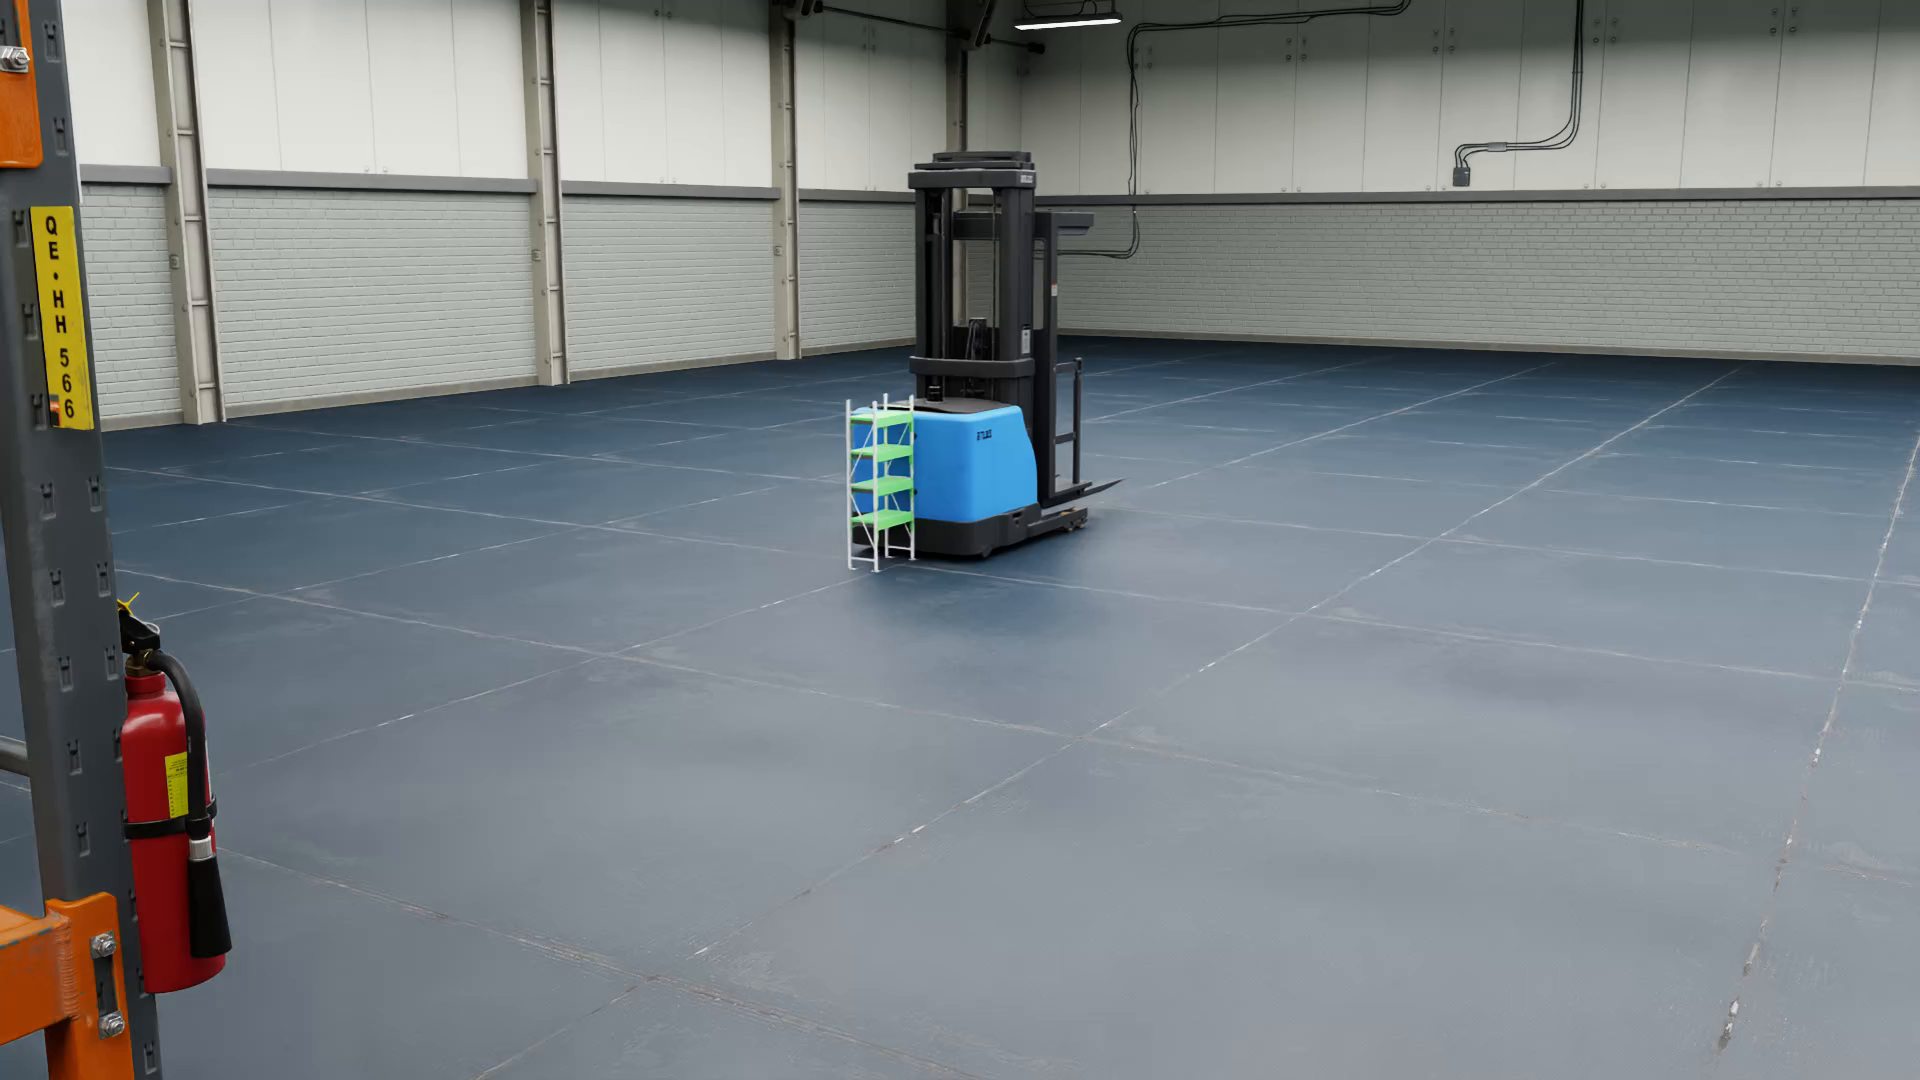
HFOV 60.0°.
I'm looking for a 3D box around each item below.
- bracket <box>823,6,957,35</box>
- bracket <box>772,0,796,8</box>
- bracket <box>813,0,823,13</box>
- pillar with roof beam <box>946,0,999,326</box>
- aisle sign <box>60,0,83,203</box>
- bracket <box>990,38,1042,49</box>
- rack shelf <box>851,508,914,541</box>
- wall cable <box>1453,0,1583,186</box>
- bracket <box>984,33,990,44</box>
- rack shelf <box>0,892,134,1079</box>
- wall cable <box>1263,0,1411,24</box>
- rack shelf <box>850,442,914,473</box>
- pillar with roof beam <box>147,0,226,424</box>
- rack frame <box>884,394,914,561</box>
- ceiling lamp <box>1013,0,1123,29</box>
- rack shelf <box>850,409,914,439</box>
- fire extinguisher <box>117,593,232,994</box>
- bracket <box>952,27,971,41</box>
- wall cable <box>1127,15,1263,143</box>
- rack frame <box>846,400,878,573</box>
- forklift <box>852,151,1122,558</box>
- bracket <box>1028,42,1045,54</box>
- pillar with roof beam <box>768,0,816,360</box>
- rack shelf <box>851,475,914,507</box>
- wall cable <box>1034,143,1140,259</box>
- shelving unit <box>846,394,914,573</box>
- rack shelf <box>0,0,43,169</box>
[{"bbox_3d":[-1.312,-9.988,31.982,0.076,0.066,4.783,6,12,31],"label":"bracket"},{"bbox_3d":[-3.089,-9.449,29.106,0.235,0.232,0.430,6,12,31],"label":"bracket"},{"bbox_3d":[-2.658,-9.580,29.803,0.235,0.232,0.430,6,12,31],"label":"bracket"},{"bbox_3d":[3.617,-8.311,32.810,9.100,9.000,0.548,6,12,31],"label":"pillar with roof beam"},{"bbox_3d":[-1.503,-0.918,2.555,0.394,0.787,0.004,6,12,31],"label":"aisle sign"},{"bbox_3d":[1.380,-10.803,36.338,0.076,0.066,3.189,6,12,31],"label":"bracket"},{"bbox_3d":[-0.561,-0.113,11.863,0.258,0.148,0.480,6,12,29],"label":"rack shelf"},{"bbox_3d":[10.703,-9.822,31.636,2.305,6.003,0.169,6,12,31],"label":"wall cable"},{"bbox_3d":[0.457,-10.523,34.843,0.235,0.232,0.430,6,12,31],"label":"bracket"},{"bbox_3d":[-2.830,1.009,1.281,1.077,0.370,4.000,6,12,31],"label":"rack shelf"},{"bbox_3d":[7.555,-11.697,33.250,3.097,2.526,0.112,6,12,31],"label":"wall cable"},{"bbox_3d":[-0.561,-0.585,11.775,0.258,0.148,0.480,6,12,29],"label":"rack shelf"},{"bbox_3d":[-5.728,-5.481,17.689,9.100,9.000,0.400,6,12,31],"label":"pillar with roof beam"},{"bbox_3d":[-0.440,-0.451,12.015,0.240,1.200,0.015,6,12,29],"label":"rack frame"},{"bbox_3d":[1.991,-10.530,28.800,2.000,3.185,0.800,6,12,31],"label":"ceiling lamp"},{"bbox_3d":[-0.561,-0.821,11.730,0.258,0.148,0.480,6,12,29],"label":"rack shelf"},{"bbox_3d":[-1.338,0.405,2.763,0.296,0.674,0.183,6,12,31],"label":"fire extinguisher"},{"bbox_3d":[0.026,-10.393,34.146,0.235,0.232,0.430,6,12,31],"label":"bracket"},{"bbox_3d":[4.910,-9.757,35.247,3.097,2.526,0.112,6,12,31],"label":"wall cable"},{"bbox_3d":[-0.683,-0.373,11.599,0.240,1.200,0.015,6,12,29],"label":"rack frame"},{"bbox_3d":[0.371,-1.540,13.132,1.130,2.935,3.031,6,12,29],"label":"forklift"},{"bbox_3d":[1.687,-10.896,36.834,0.235,0.232,0.430,6,12,31],"label":"bracket"},{"bbox_3d":[0.502,-7.368,27.770,9.100,9.000,0.548,6,12,31],"label":"pillar with roof beam"},{"bbox_3d":[-0.561,-0.349,11.819,0.258,0.148,0.480,6,12,29],"label":"rack shelf"},{"bbox_3d":[2.597,-7.533,37.093,3.097,2.526,0.112,6,12,31],"label":"wall cable"},{"bbox_3d":[-0.561,-0.412,11.807,0.258,1.200,0.503,6,12,29],"label":"shelving unit"},{"bbox_3d":[-2.830,-0.465,1.005,1.077,0.370,4.000,6,12,31],"label":"rack shelf"}]
